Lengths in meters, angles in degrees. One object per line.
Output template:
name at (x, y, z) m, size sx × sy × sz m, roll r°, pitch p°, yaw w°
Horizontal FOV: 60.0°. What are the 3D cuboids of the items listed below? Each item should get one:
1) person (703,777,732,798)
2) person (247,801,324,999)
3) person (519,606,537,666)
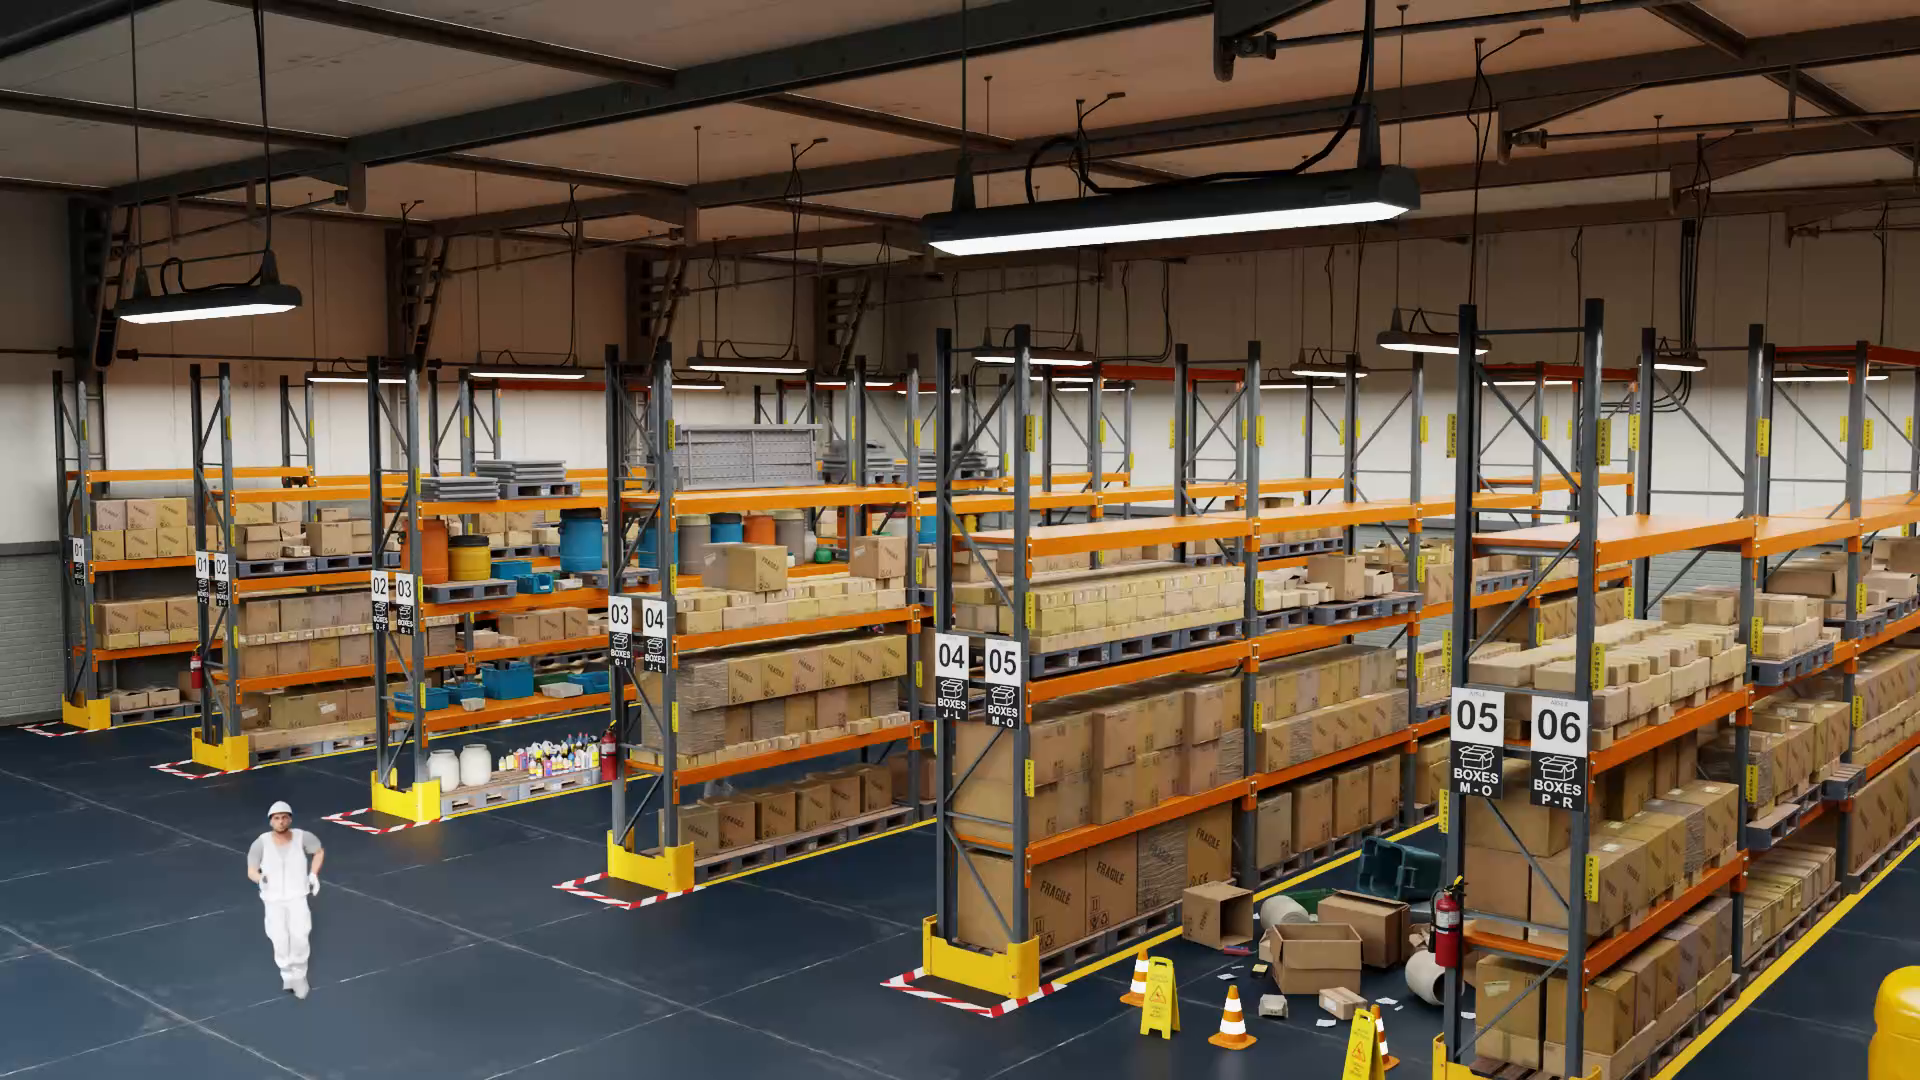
person at (-3.247, 2.723, 21.836) m, size 0.612 × 1.698 × 0.920 m, roll 2°, pitch 5°, yaw 27°
person at (-5.992, 3.211, 14.789) m, size 0.628 × 1.784 × 0.692 m, roll -1°, pitch 4°, yaw -18°
person at (-8.218, 1.998, 31.998) m, size 0.713 × 1.728 × 0.558 m, roll 3°, pitch 5°, yaw 33°
